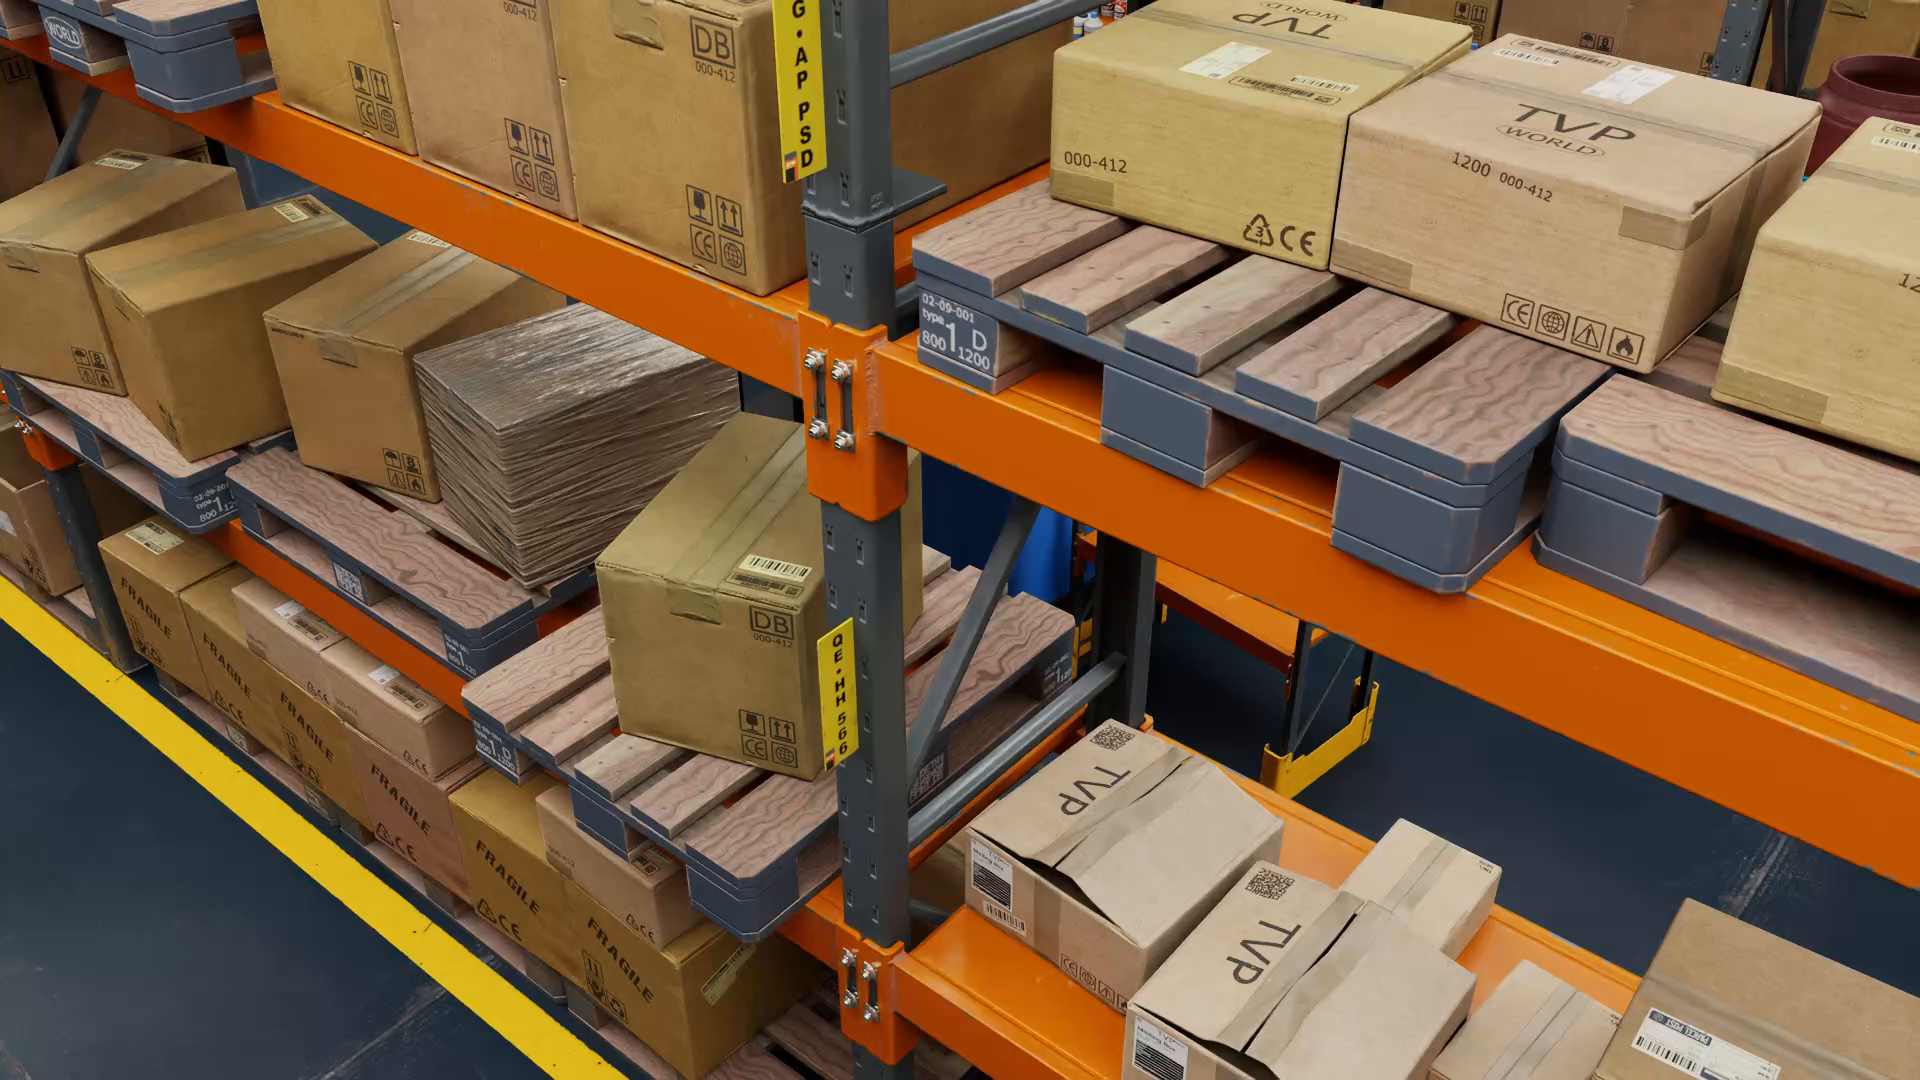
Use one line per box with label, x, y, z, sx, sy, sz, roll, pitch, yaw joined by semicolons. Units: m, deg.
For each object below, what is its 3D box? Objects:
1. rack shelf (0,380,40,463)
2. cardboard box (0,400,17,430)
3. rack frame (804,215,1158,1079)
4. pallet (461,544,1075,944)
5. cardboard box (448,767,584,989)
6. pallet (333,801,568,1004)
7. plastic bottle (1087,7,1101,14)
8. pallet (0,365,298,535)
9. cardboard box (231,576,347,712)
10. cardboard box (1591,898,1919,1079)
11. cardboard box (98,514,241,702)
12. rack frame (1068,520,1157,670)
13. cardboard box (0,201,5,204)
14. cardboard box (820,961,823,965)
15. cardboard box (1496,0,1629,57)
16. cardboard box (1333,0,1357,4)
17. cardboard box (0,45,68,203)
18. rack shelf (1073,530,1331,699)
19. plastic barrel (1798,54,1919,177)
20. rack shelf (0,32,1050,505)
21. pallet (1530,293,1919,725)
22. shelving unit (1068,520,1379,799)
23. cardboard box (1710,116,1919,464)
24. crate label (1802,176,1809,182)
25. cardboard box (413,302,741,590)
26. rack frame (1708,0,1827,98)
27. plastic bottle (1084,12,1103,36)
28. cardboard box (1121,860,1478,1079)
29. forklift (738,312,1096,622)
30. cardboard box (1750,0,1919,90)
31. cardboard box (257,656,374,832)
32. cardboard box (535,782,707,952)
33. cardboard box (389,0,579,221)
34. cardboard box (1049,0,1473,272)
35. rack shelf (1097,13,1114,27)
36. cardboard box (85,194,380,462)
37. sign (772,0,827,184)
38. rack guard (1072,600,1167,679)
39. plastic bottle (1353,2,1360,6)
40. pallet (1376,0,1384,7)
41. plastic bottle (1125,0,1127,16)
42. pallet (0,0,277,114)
rack shelf;-4.503;-1.371;7.232;4.000;0.370;1.077;25;42;32
cardboard box;-4.162;-0.371;7.127;0.500;0.311;0.500;25;42;32
rack frame;0.108;0.506;3.864;0.127;3.000;1.000;25;42;32
pallet;-0.458;0.370;4.231;1.003;0.211;1.213;25;42;32
cardboard box;-1.158;0.930;5.065;0.500;0.500;0.500;24;41;30
pallet;-1.375;0.926;5.715;1.213;0.211;1.003;25;42;32
plastic bottle;0.716;-3.044;9.142;0.135;0.276;0.152;25;42;32
pallet;-2.422;-0.527;5.537;1.213;0.211;1.003;25;42;32
cardboard box;-1.982;0.240;5.408;0.500;0.250;0.500;25;42;32
cardboard box;1.408;1.065;2.961;0.500;0.500;0.500;23;41;29
cardboard box;-2.750;0.187;6.147;0.500;0.500;0.500;23;41;30
rack frame;0.605;-0.199;6.215;0.500;1.500;0.032;-28;43;-34
cardboard box;-3.514;-1.054;6.047;0.500;0.500;0.500;26;42;33
cardboard box;-0.465;0.878;5.141;0.500;0.500;0.500;24;41;30
cardboard box;4.567;-4.003;11.935;0.875;0.875;1.225;24;41;30
cardboard box;2.919;-4.823;13.129;0.875;0.875;0.875;25;42;32
cardboard box;-3.520;-1.467;5.765;0.500;0.500;0.500;25;42;32
rack shelf;0.953;0.159;6.011;0.538;0.185;1.000;-28;43;-34
plastic barrel;3.831;-1.668;6.909;0.708;0.536;0.600;25;42;32
rack shelf;-1.429;-1.159;4.273;4.000;0.370;1.077;25;42;32
pallet;1.548;-0.042;2.179;1.213;0.211;1.003;27;43;34
shelving unit;0.947;0.007;5.915;0.587;1.500;1.083;-28;43;-34
cardboard box;1.340;-0.308;2.161;0.500;0.250;0.500;24;41;31
crate label;3.364;-1.263;6.588;0.416;0.233;0.303;25;42;32
cardboard box;-1.029;-0.302;4.581;0.700;0.500;0.500;-25;42;-31
rack frame;3.280;-1.648;7.000;0.127;3.000;1.000;25;42;32
plastic bottle;0.671;-2.524;8.389;0.097;0.271;0.097;0;34;0
cardboard box;0.671;0.951;3.295;0.500;0.311;0.500;25;42;31
forklift;-0.426;-1.467;6.797;1.130;2.935;3.031;-28;43;-34
cardboard box;5.932;-3.359;10.998;0.875;0.875;1.225;23;41;30
cardboard box;-1.954;0.560;5.605;0.500;0.500;0.500;26;42;32
cardboard box;-0.807;0.790;4.606;0.500;0.250;0.500;27;43;33
cardboard box;-0.641;-1.100;3.464;0.500;0.500;0.910;25;42;32
cardboard box;0.493;-0.702;2.735;0.500;0.250;0.500;22;40;29
rack shelf;1.743;-2.076;8.259;4.000;0.370;1.077;25;42;32
cardboard box;-2.176;-0.667;5.112;0.700;0.500;0.500;-26;42;-33
sign;-0.241;-0.709;2.526;0.005;0.325;0.100;25;42;32
rack guard;0.606;0.316;6.568;0.587;0.250;0.087;-28;43;-34
plastic bottle;1.968;-2.487;8.265;0.185;0.351;0.144;25;42;32
pallet;2.841;-4.412;13.488;1.213;0.211;1.003;25;42;32
plastic bottle;0.931;-2.820;8.881;0.097;0.201;0.097;0;34;0
pallet;-1.711;-1.461;4.244;1.003;0.211;1.213;25;42;32
